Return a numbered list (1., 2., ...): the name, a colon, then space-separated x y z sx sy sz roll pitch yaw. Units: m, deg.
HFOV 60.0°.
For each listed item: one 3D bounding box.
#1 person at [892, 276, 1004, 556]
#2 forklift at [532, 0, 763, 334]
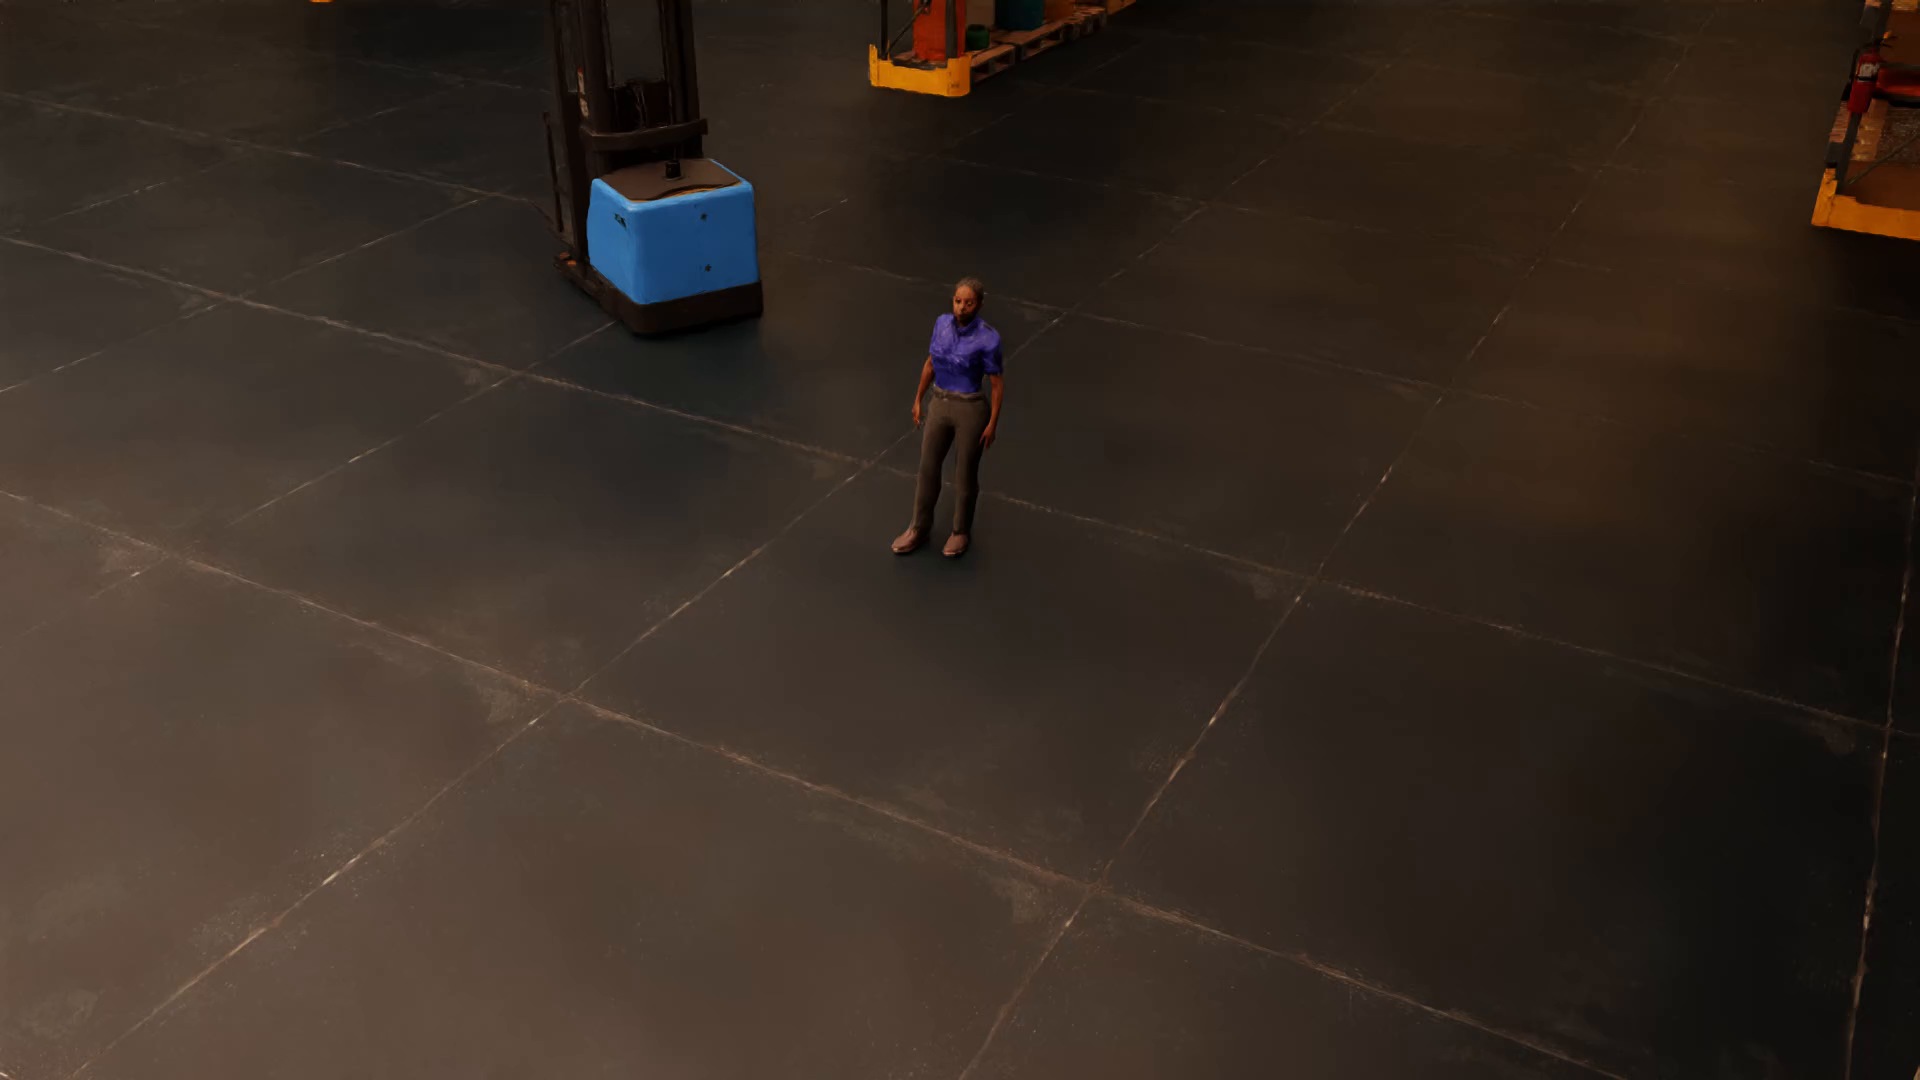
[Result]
1. person: -0.060 -0.689 9.528 0.570 1.654 0.503 15 33 25
2. forklift: -2.730 -3.521 13.172 1.130 2.935 3.031 -17 34 -27
